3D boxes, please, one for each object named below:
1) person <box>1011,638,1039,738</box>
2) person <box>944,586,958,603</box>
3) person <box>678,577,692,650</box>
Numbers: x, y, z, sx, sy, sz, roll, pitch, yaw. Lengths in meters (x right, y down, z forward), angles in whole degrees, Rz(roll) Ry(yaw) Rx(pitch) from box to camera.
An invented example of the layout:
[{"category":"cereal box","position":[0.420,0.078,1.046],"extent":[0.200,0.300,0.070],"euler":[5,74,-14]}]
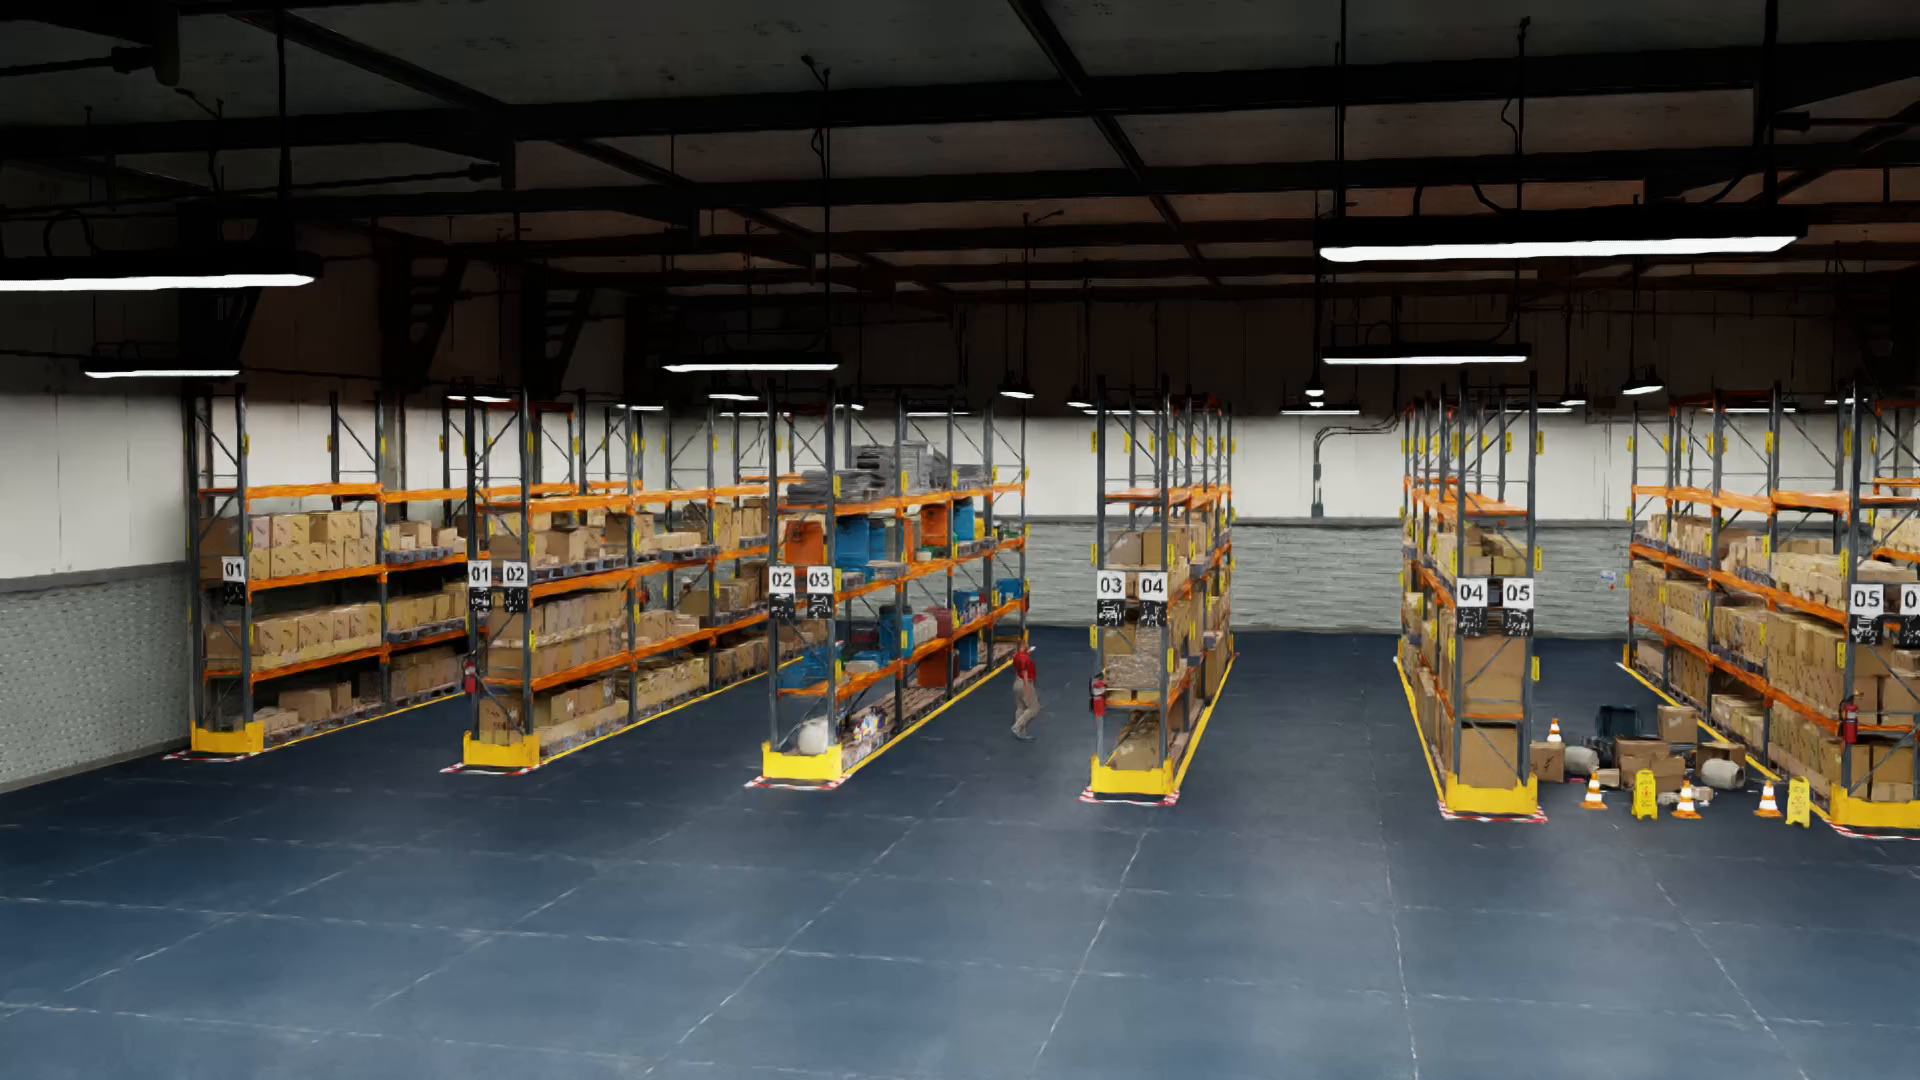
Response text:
[{"category":"person","position":[1.067,2.522,28.259],"extent":[0.462,1.723,0.588],"euler":[-1,3,-17]},{"category":"person","position":[-0.207,1.921,38.386],"extent":[0.599,1.741,0.675],"euler":[2,4,31]},{"category":"person","position":[-6.681,1.781,40.586],"extent":[0.374,1.775,0.640],"euler":[0,3,1]}]
